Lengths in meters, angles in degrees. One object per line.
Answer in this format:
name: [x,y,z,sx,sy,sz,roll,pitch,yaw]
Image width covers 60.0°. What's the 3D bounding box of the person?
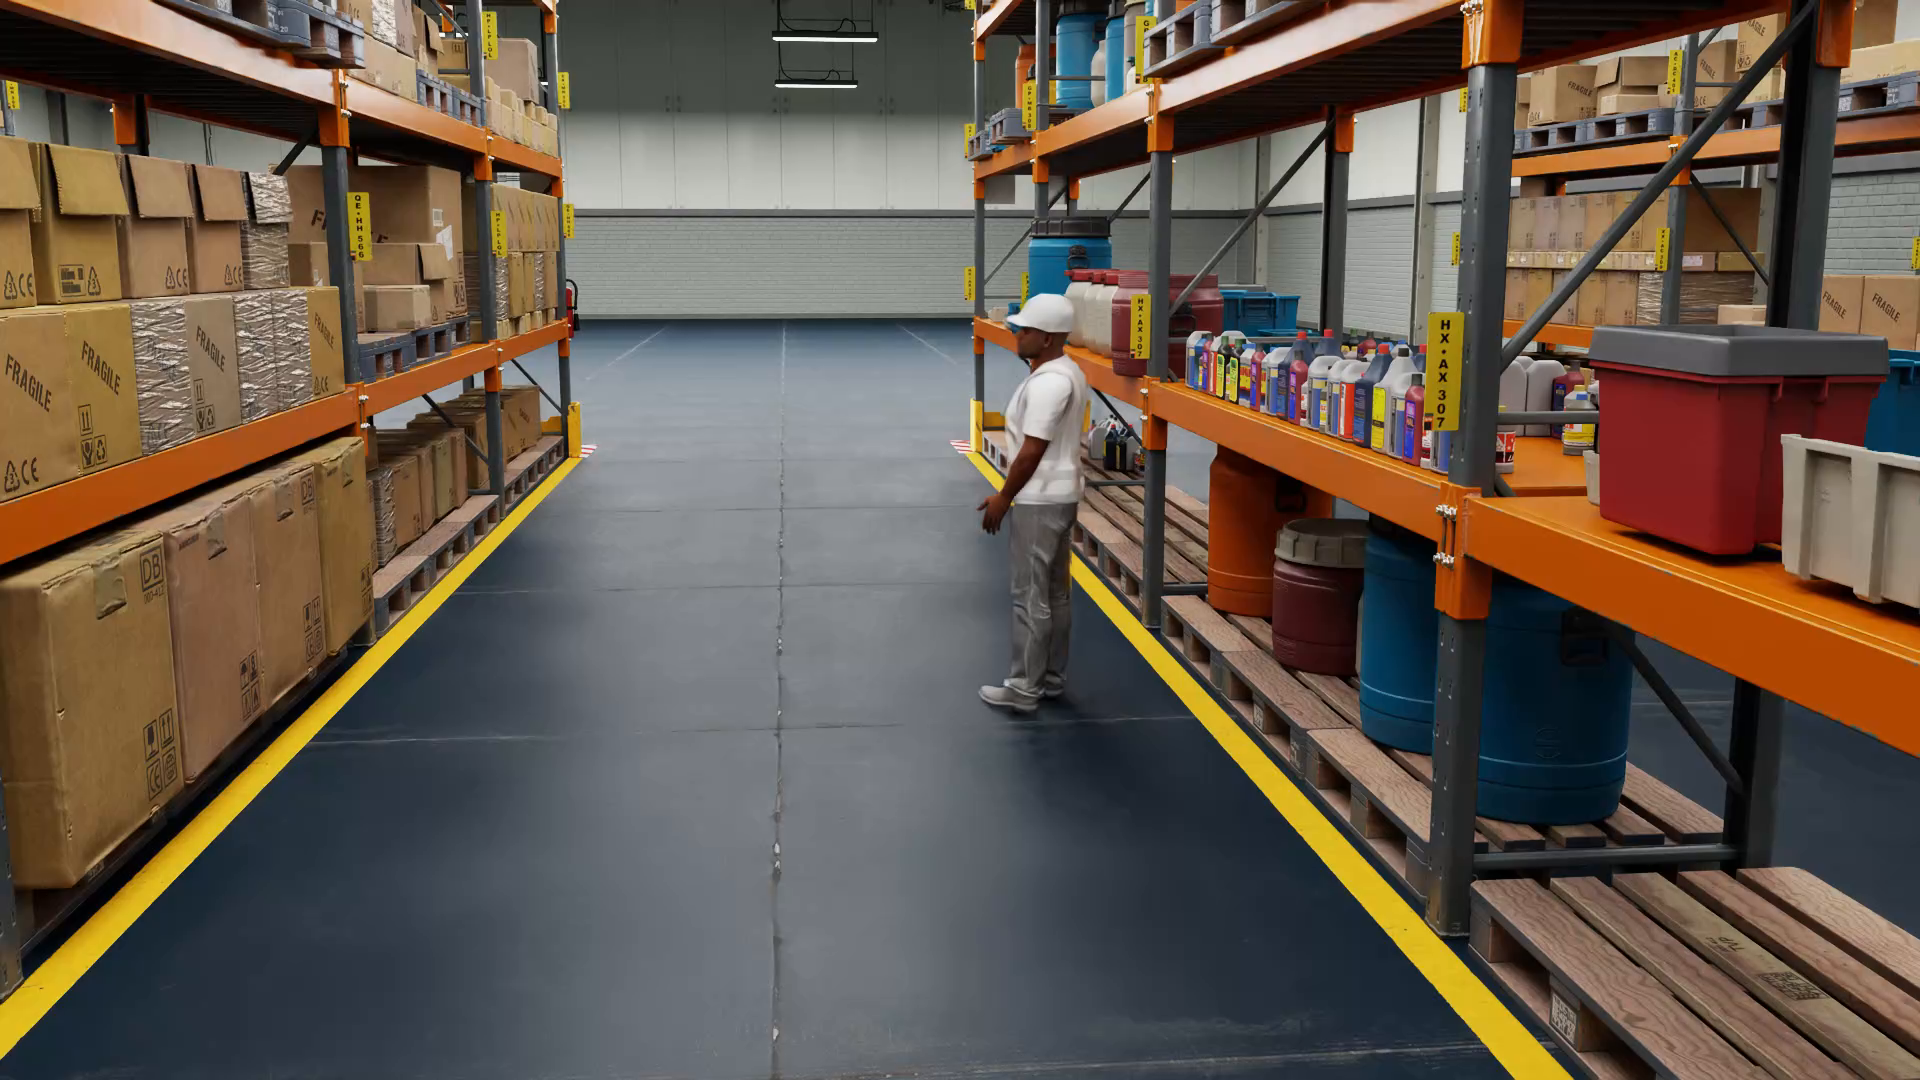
person: [0.311,-0.162,7.126,0.452,1.775,0.600,2,10,12]
